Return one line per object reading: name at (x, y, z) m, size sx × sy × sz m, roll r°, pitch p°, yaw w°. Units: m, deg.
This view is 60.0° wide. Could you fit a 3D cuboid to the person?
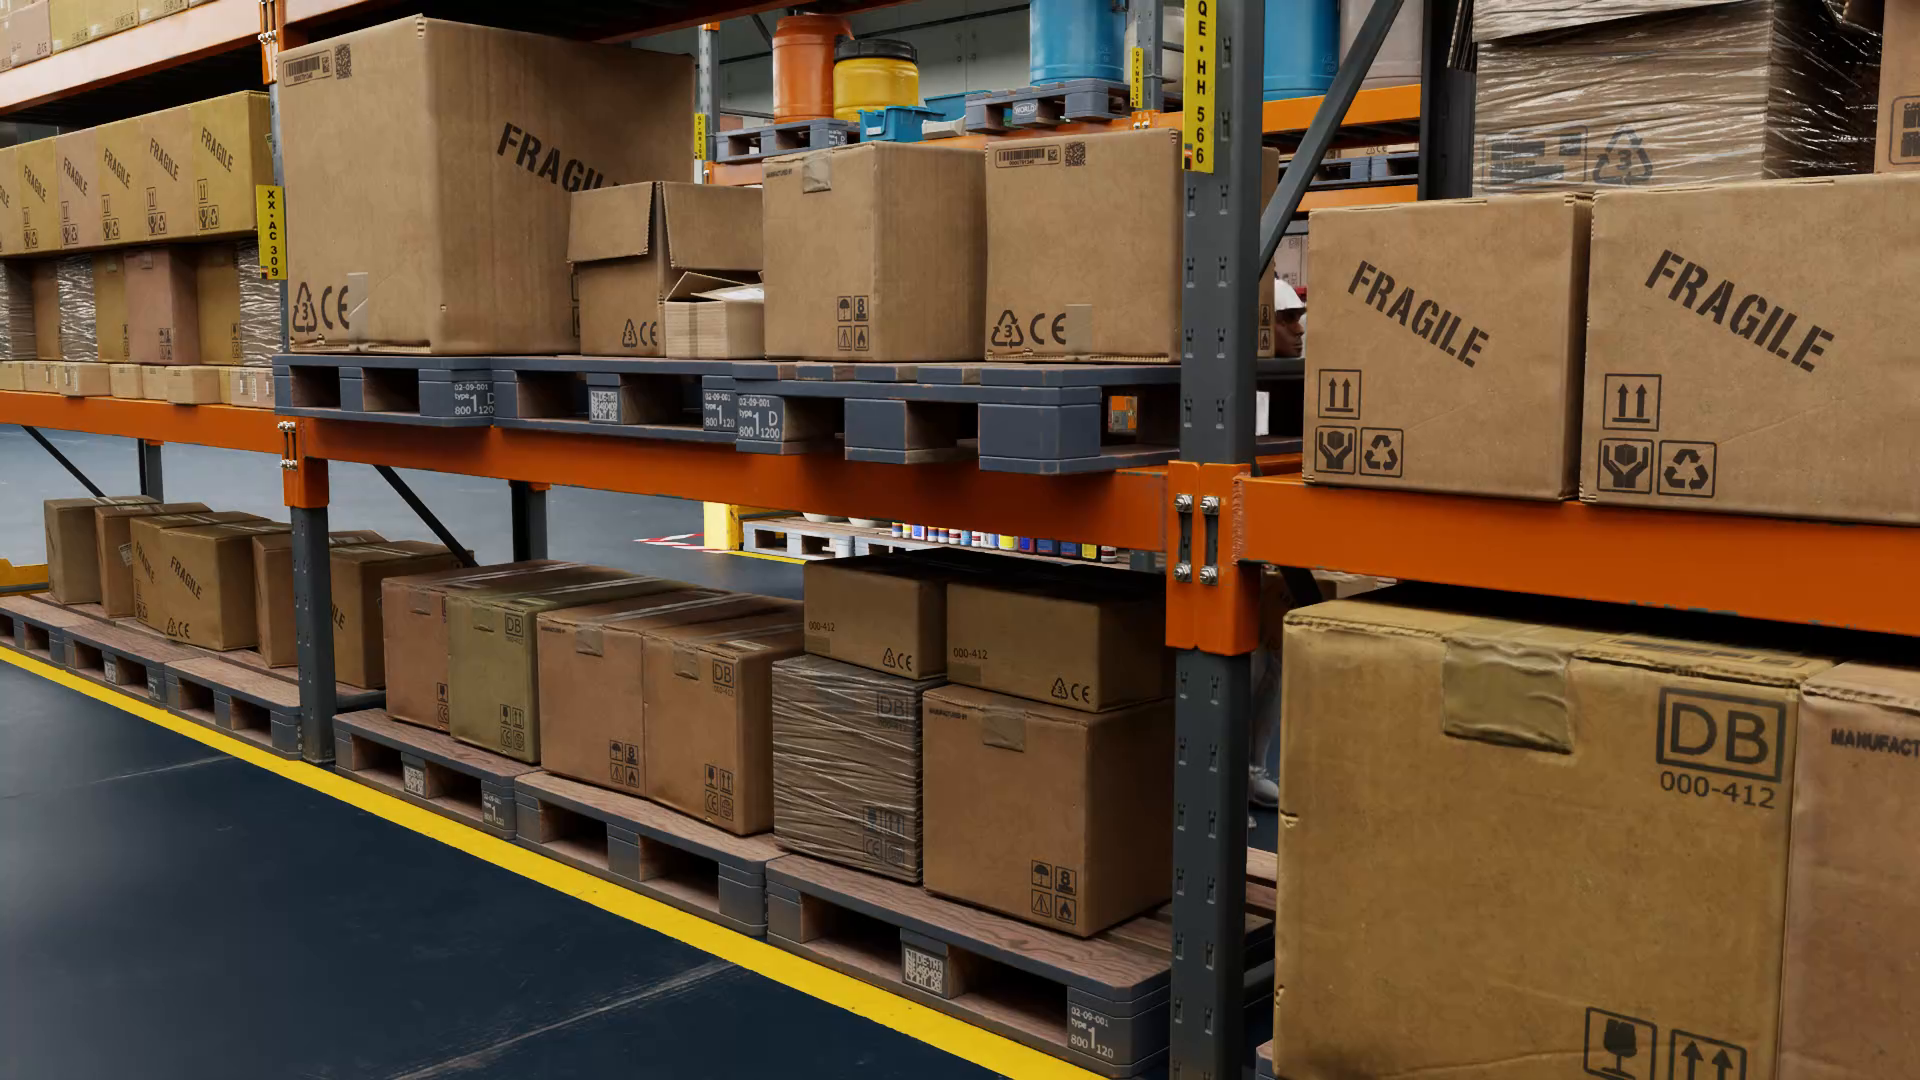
person at (0.958, 0.040, 5.379) m, size 0.434 × 1.756 × 0.636 m, roll 7°, pitch 10°, yaw 44°
